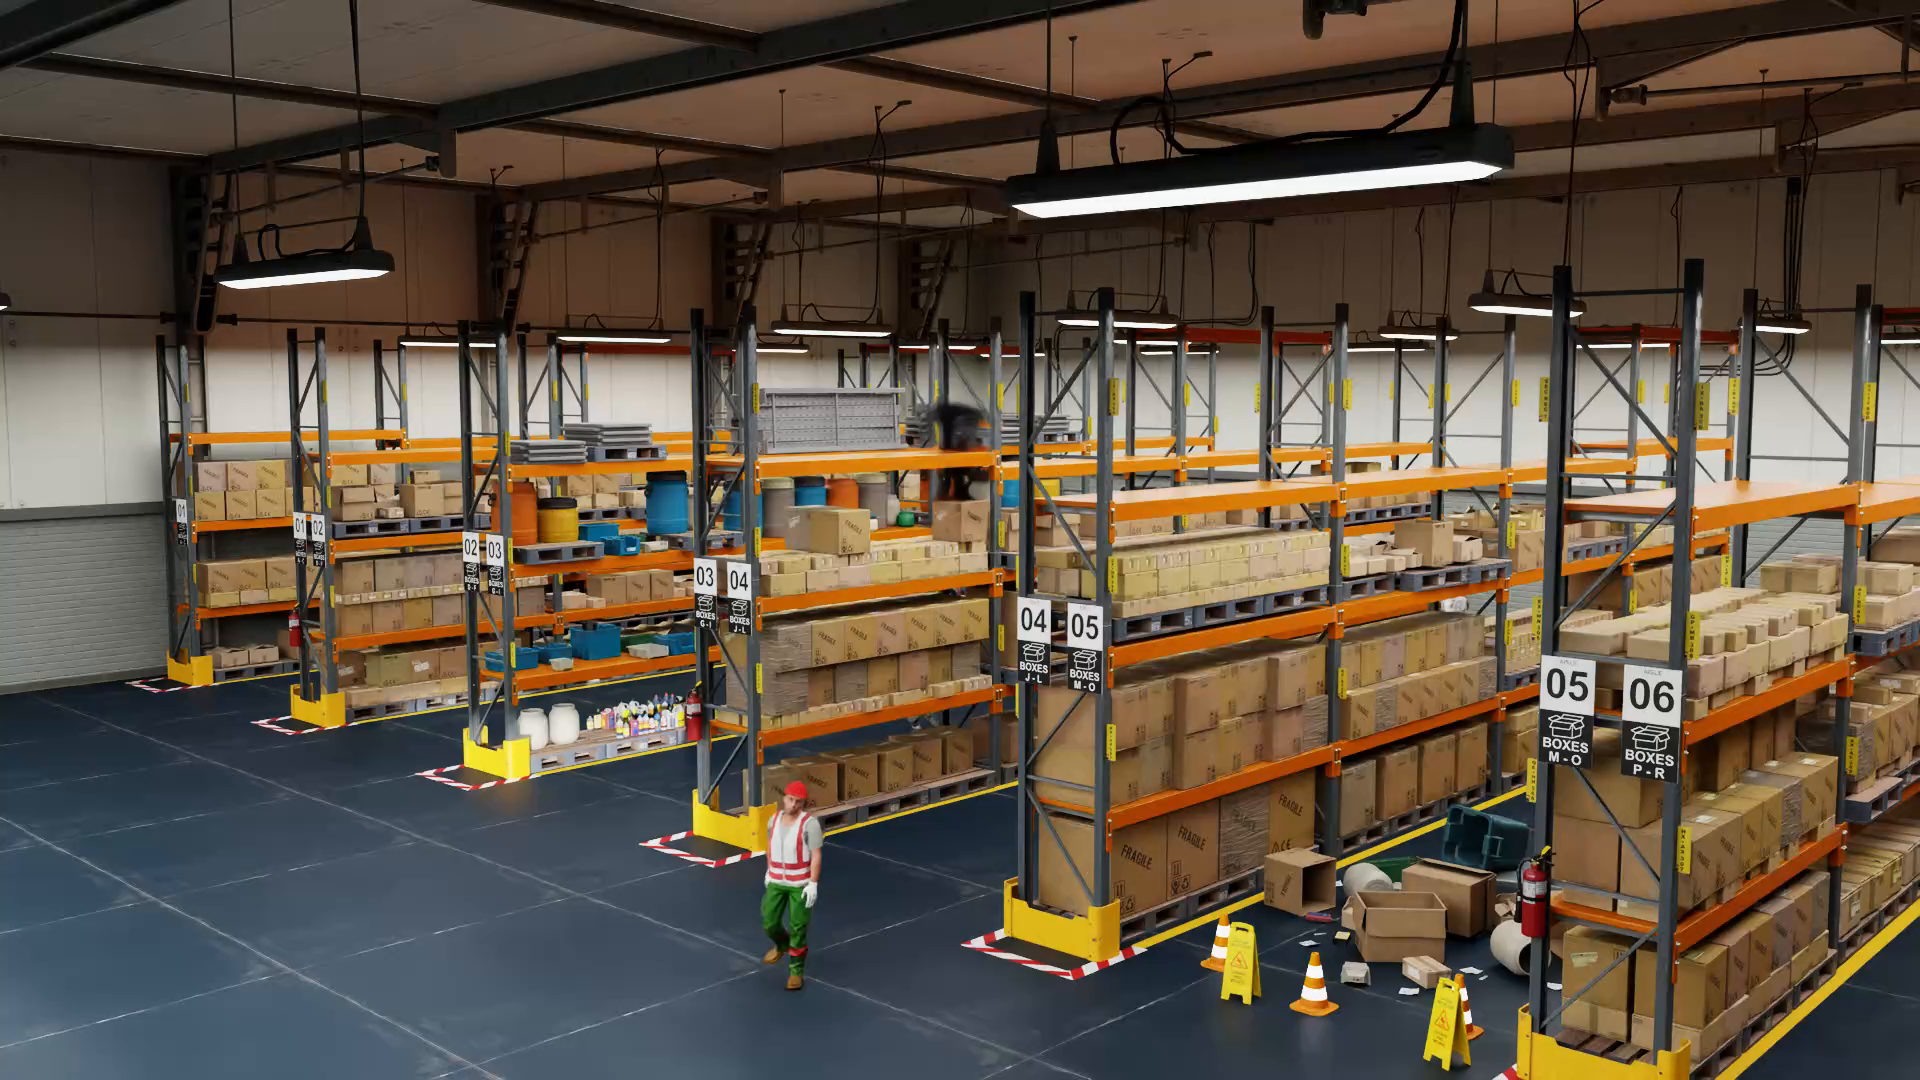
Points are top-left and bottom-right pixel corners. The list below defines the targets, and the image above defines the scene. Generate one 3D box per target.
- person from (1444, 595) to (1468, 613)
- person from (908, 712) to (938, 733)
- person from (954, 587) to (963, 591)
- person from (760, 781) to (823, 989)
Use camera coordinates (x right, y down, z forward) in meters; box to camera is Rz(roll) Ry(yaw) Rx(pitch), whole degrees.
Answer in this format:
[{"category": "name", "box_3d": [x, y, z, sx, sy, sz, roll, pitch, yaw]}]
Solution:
[{"category": "person", "box_3d": [9.186, 1.430, 30.902, 0.518, 1.624, 0.927, -1, 6, -15]}, {"category": "person", "box_3d": [-0.696, 2.065, 24.407, 0.634, 1.613, 0.928, 2, 6, 19]}, {"category": "person", "box_3d": [0.123, 0.591, 40.159, 0.644, 1.642, 0.652, -2, 6, -21]}, {"category": "person", "box_3d": [-1.456, 2.937, 14.277, 0.644, 1.768, 0.563, 2, 6, 16]}]
